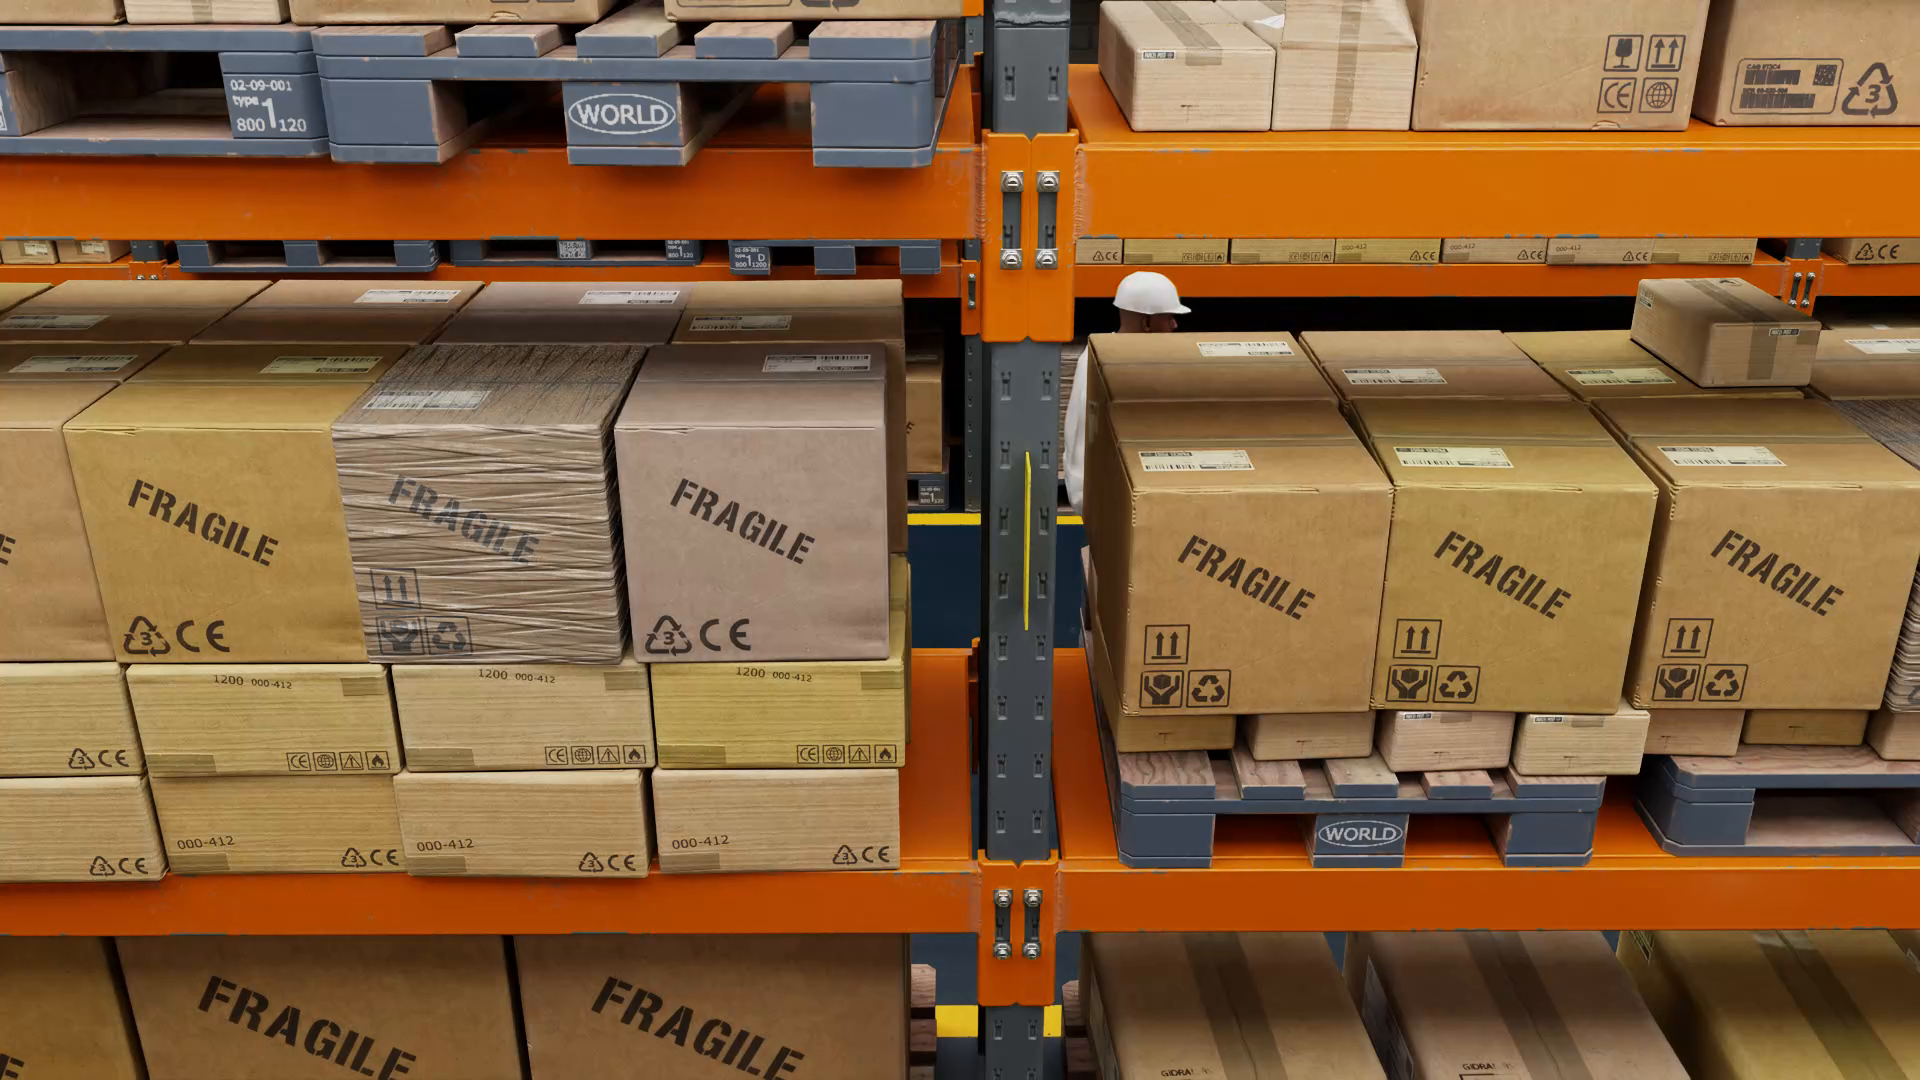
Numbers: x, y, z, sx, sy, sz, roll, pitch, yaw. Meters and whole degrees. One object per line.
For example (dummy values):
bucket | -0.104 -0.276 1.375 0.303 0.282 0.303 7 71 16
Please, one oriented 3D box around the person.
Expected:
person | 0.634 -0.171 6.469 0.459 1.757 0.638 -1 24 -2
